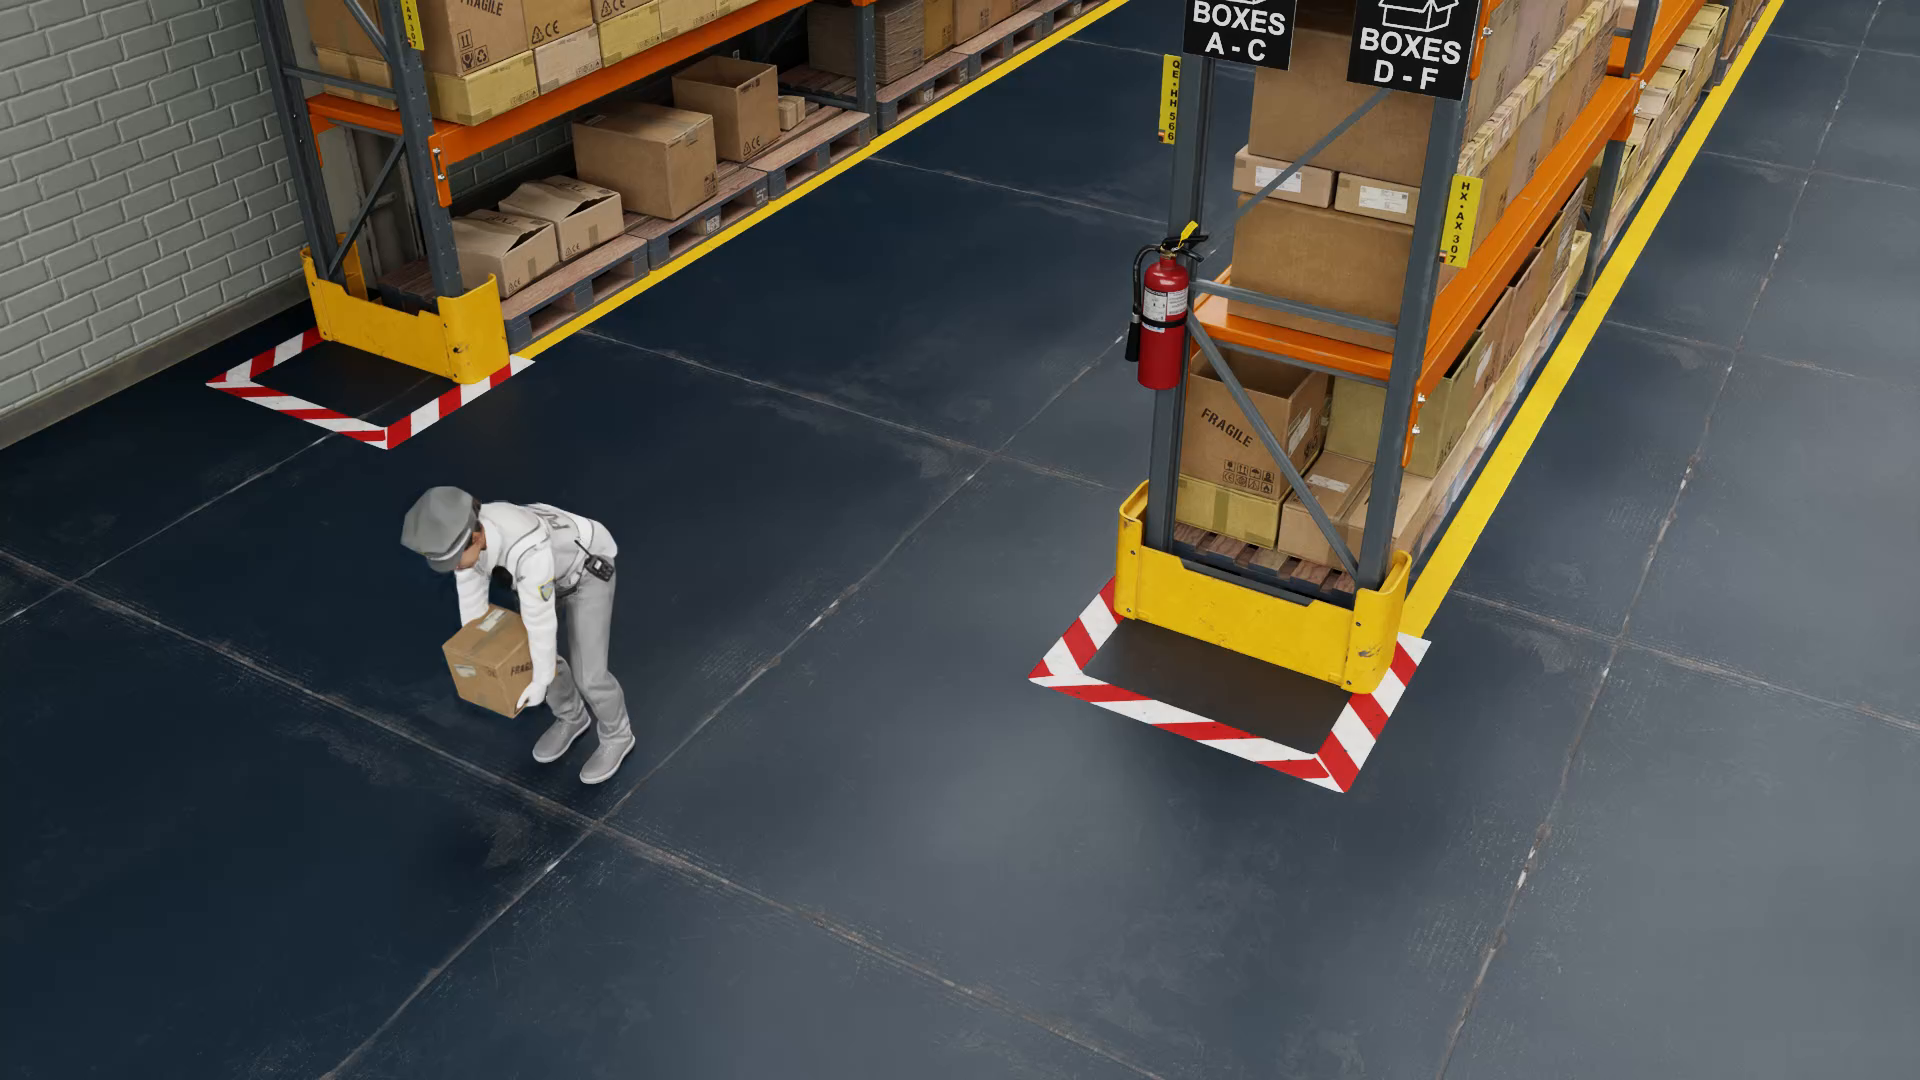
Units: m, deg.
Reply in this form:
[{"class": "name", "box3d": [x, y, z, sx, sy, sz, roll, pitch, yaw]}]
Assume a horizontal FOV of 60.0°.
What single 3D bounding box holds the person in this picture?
[{"class": "person", "box3d": [-1.531, 0.327, 5.880, 0.405, 1.427, 0.814, 17, 38, 23]}]
